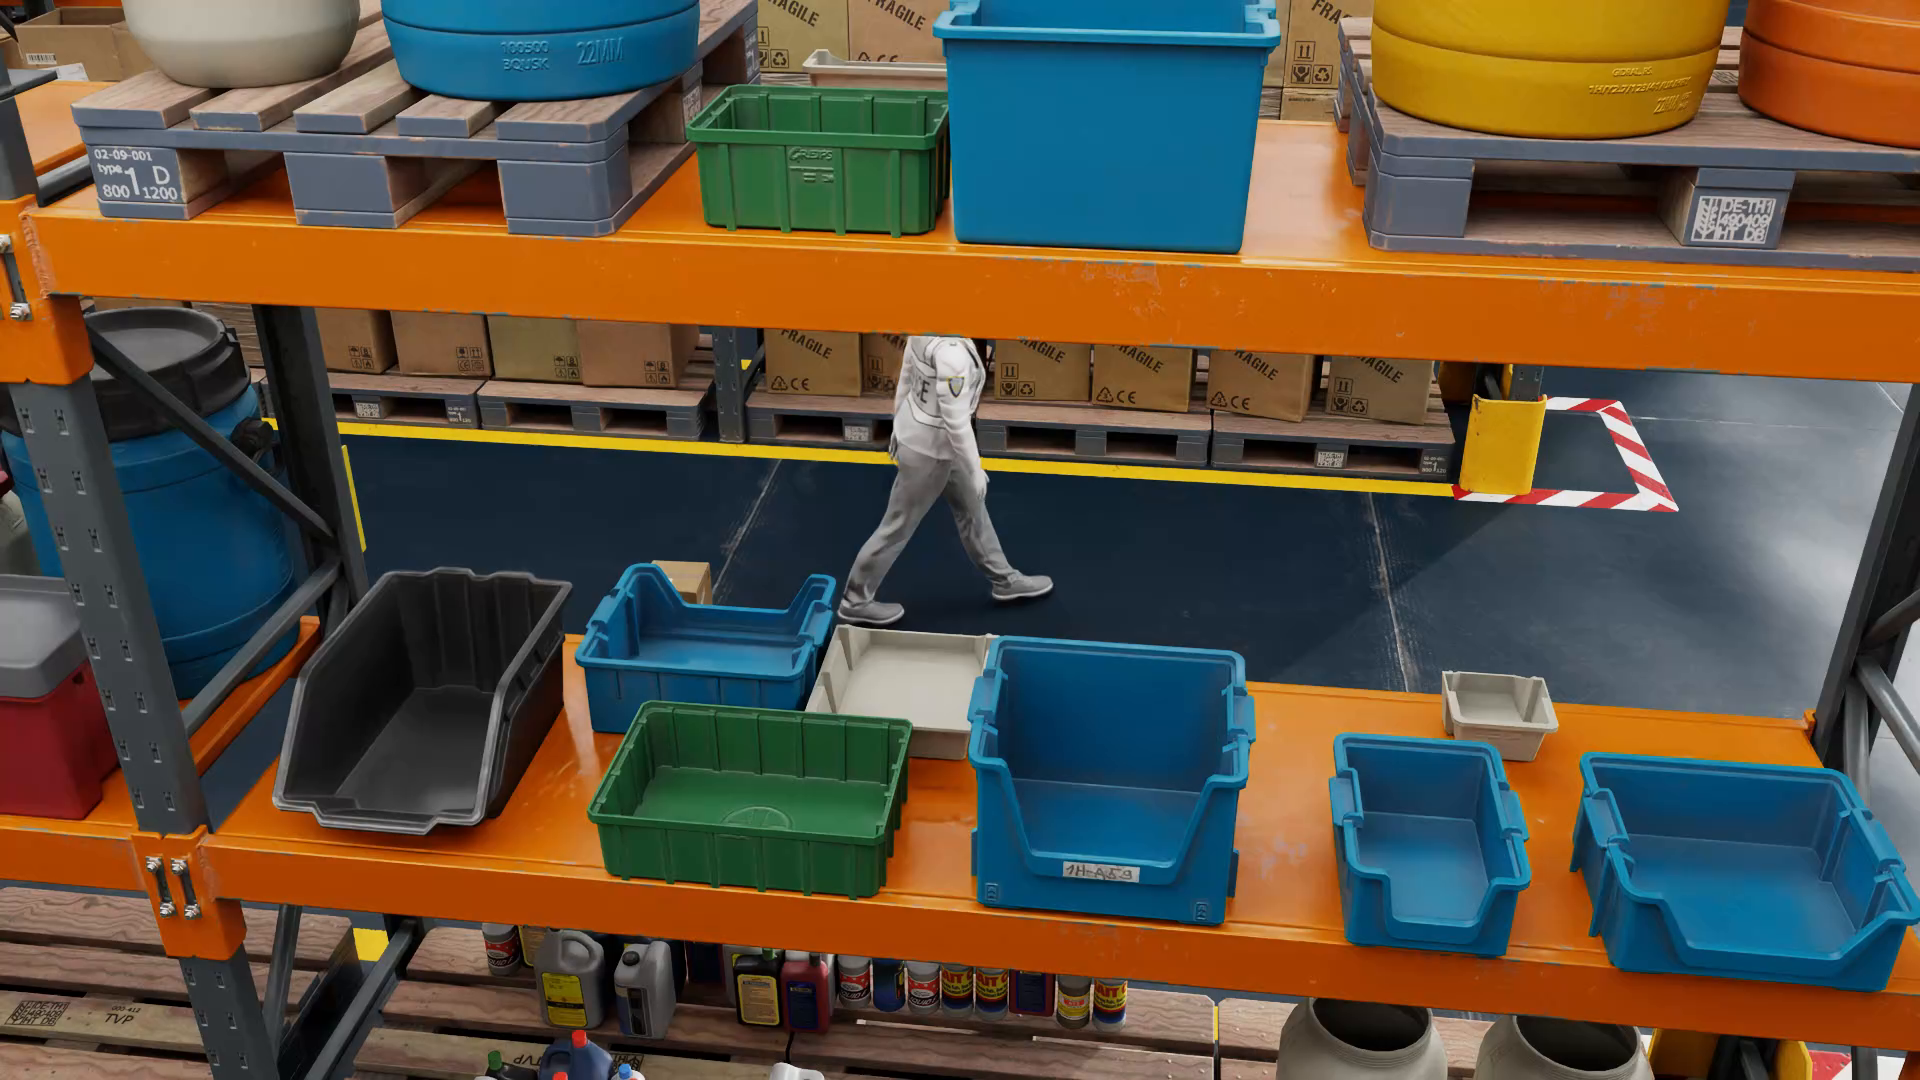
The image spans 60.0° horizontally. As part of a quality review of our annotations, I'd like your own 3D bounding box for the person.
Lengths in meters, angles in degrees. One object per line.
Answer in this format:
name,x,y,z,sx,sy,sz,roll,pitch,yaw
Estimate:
person,-0.047,-0.394,6.810,0.963,1.617,0.514,-4,29,-7
